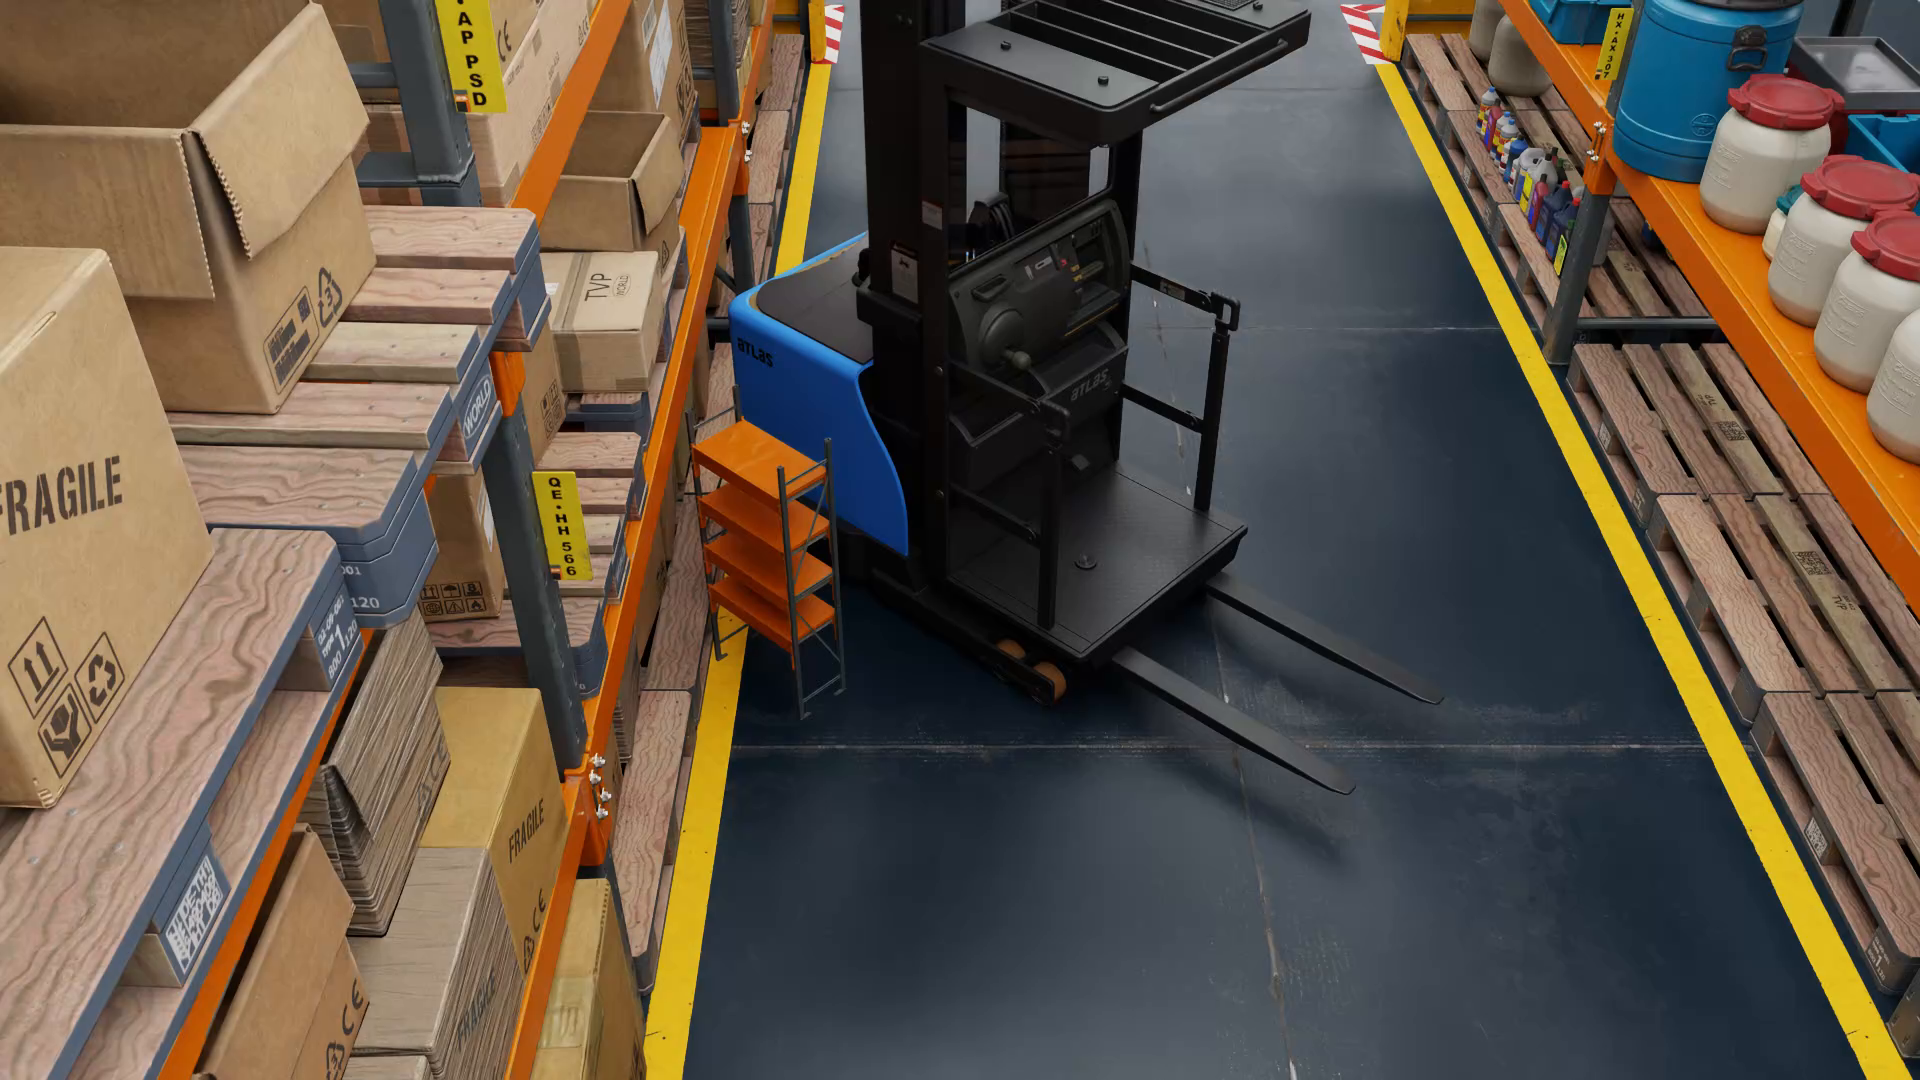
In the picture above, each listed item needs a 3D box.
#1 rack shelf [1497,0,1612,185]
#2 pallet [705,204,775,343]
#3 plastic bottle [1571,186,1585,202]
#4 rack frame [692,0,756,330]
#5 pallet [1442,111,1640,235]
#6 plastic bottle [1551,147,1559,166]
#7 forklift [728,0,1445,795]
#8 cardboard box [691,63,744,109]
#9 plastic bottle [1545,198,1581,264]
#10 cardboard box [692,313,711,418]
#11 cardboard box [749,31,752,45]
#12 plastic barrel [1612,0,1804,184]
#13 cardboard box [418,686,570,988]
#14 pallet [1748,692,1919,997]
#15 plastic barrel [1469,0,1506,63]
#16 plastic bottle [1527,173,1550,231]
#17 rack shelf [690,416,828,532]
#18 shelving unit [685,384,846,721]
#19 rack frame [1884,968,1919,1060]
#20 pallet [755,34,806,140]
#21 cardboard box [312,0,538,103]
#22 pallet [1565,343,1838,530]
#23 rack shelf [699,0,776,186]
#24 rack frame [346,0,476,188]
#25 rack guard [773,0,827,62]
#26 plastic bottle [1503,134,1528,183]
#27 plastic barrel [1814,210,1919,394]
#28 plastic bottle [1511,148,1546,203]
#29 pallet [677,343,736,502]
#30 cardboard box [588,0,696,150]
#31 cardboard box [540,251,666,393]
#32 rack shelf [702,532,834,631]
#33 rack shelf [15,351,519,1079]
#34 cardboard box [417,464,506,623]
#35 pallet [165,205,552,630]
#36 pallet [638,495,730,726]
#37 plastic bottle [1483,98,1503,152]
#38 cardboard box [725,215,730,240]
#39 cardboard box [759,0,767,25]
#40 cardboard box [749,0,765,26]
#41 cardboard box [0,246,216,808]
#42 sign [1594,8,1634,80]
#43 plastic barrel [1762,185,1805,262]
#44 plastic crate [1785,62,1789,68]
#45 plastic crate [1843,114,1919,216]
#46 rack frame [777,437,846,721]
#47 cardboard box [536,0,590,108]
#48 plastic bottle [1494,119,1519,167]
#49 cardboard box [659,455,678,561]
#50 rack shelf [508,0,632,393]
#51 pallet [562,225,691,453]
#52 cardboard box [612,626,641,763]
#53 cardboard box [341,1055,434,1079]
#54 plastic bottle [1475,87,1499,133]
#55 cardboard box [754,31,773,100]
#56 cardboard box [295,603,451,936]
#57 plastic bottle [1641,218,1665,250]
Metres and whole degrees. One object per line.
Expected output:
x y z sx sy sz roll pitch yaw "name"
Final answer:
3.446 -3.051 9.233 1.077 0.370 4.000 0 39 0 "rack shelf"
-1.541 -1.409 8.839 1.003 0.211 1.213 0 39 0 "pallet"
3.307 -1.728 8.834 0.152 0.276 0.135 0 39 0 "plastic bottle"
-1.505 -2.077 7.443 1.000 3.000 0.127 0 39 0 "rack frame"
3.485 -2.177 9.798 1.003 0.211 1.213 0 39 0 "pallet"
3.269 -2.019 9.191 0.061 0.283 0.133 0 39 0 "plastic bottle"
0.462 -0.878 6.001 3.031 2.935 1.130 30 47 32 "forklift"
-1.204 -2.114 7.690 0.380 0.149 0.250 0 39 0 "cardboard box"
3.159 -1.621 8.641 0.144 0.351 0.185 -1 39 -1 "plastic bottle"
-1.525 -0.889 7.608 0.700 0.500 0.500 -3 39 -4 "cardboard box"
-1.219 -2.426 8.080 0.380 0.149 0.250 0 39 0 "cardboard box"
3.146 -2.035 6.989 0.600 0.901 0.708 0 39 0 "plastic barrel"
-1.252 0.694 3.906 0.500 0.500 0.500 1 39 1 "cardboard box"
3.491 1.024 5.803 1.003 0.211 1.213 0 39 0 "pallet"
3.521 -3.364 10.702 0.421 0.512 0.421 0 39 0 "plastic barrel"
3.117 -1.817 8.939 0.061 0.283 0.133 2 39 3 "plastic bottle"
-0.712 -0.242 5.964 0.480 0.148 0.258 31 48 32 "rack shelf"
-0.712 0.065 6.209 0.503 1.200 0.258 31 48 32 "shelving unit"
3.453 0.421 4.326 1.000 3.000 0.127 0 39 0 "rack frame"
-1.544 -2.935 10.743 1.003 0.211 1.213 0 39 0 "pallet"
-1.243 -1.274 3.563 0.500 0.500 0.500 0 39 0 "cardboard box"
3.488 -0.502 7.707 1.003 0.211 1.213 0 39 0 "pallet"
-1.507 -3.047 9.229 1.077 0.370 4.000 0 39 0 "rack shelf"
-1.500 -1.917 2.446 1.000 3.000 0.127 0 39 0 "rack frame"
-1.509 -3.556 11.287 1.175 0.500 0.348 0 39 0 "rack guard"
3.135 -2.152 9.366 0.097 0.271 0.097 0 39 0 "plastic bottle"
3.232 -0.806 5.748 0.433 0.535 0.433 0 39 0 "plastic barrel"
3.163 -2.016 9.193 0.152 0.276 0.135 1 39 1 "plastic bottle"
-1.502 -0.502 7.708 1.003 0.211 1.213 0 39 0 "pallet"
-1.644 -1.978 6.504 1.000 1.000 1.000 0 39 0 "cardboard box"
-1.272 -0.729 5.546 0.500 0.250 0.500 -1 39 -1 "cardboard box"
-0.712 0.117 6.252 0.480 0.148 0.258 31 48 32 "rack shelf"
-1.498 0.785 2.048 1.077 0.370 4.000 0 39 0 "rack shelf"
-1.541 -0.116 4.581 0.500 0.500 0.500 -5 39 -6 "cardboard box"
-1.446 -0.270 2.941 1.213 0.211 1.003 2 39 2 "pallet"
-1.498 0.263 6.753 1.003 0.211 1.213 0 39 0 "pallet"
3.116 -2.418 9.689 0.061 0.283 0.133 1 39 1 "plastic bottle"
-1.473 -1.874 8.853 0.500 0.500 0.500 12 40 14 "cardboard box"
-1.188 -2.739 8.470 0.380 0.149 0.250 0 39 0 "cardboard box"
-1.409 -2.826 8.060 0.875 0.500 0.500 0 39 0 "cardboard box"
-1.338 -0.028 2.072 0.500 0.500 0.500 2 39 2 "cardboard box"
2.898 -2.195 7.369 0.100 0.325 0.005 0 39 0 "sign"
3.296 -1.199 6.458 0.301 0.262 0.301 0 39 0 "plastic barrel"
3.575 -2.384 7.876 0.767 0.338 0.504 0 39 0 "plastic crate"
3.761 -1.385 6.592 0.392 0.384 0.575 0 39 0 "plastic crate"
-0.534 0.170 6.079 0.015 1.200 0.240 31 48 32 "rack frame"
-1.246 -1.303 4.198 0.500 0.250 0.500 1 39 1 "cardboard box"
3.135 -2.278 9.524 0.097 0.271 0.097 0 39 0 "plastic bottle"
-1.543 -0.241 6.799 0.700 0.500 0.500 -3 39 -4 "cardboard box"
-1.502 -1.716 5.170 1.077 0.370 4.000 0 39 0 "rack shelf"
-1.543 -0.739 5.927 1.003 0.211 1.213 0 39 0 "pallet"
-1.534 0.462 5.922 0.700 0.500 0.500 -3 39 -4 "cardboard box"
-1.253 1.330 3.112 0.500 0.500 0.500 -1 39 -2 "cardboard box"
3.134 -2.555 9.870 0.097 0.271 0.097 0 39 0 "plastic bottle"
-1.490 -3.003 10.261 0.500 0.500 0.500 10 40 12 "cardboard box"
-1.515 0.451 3.406 0.797 0.503 0.637 1 39 1 "cardboard box"
3.718 -1.724 8.769 0.144 0.351 0.185 0 39 0 "plastic bottle"
